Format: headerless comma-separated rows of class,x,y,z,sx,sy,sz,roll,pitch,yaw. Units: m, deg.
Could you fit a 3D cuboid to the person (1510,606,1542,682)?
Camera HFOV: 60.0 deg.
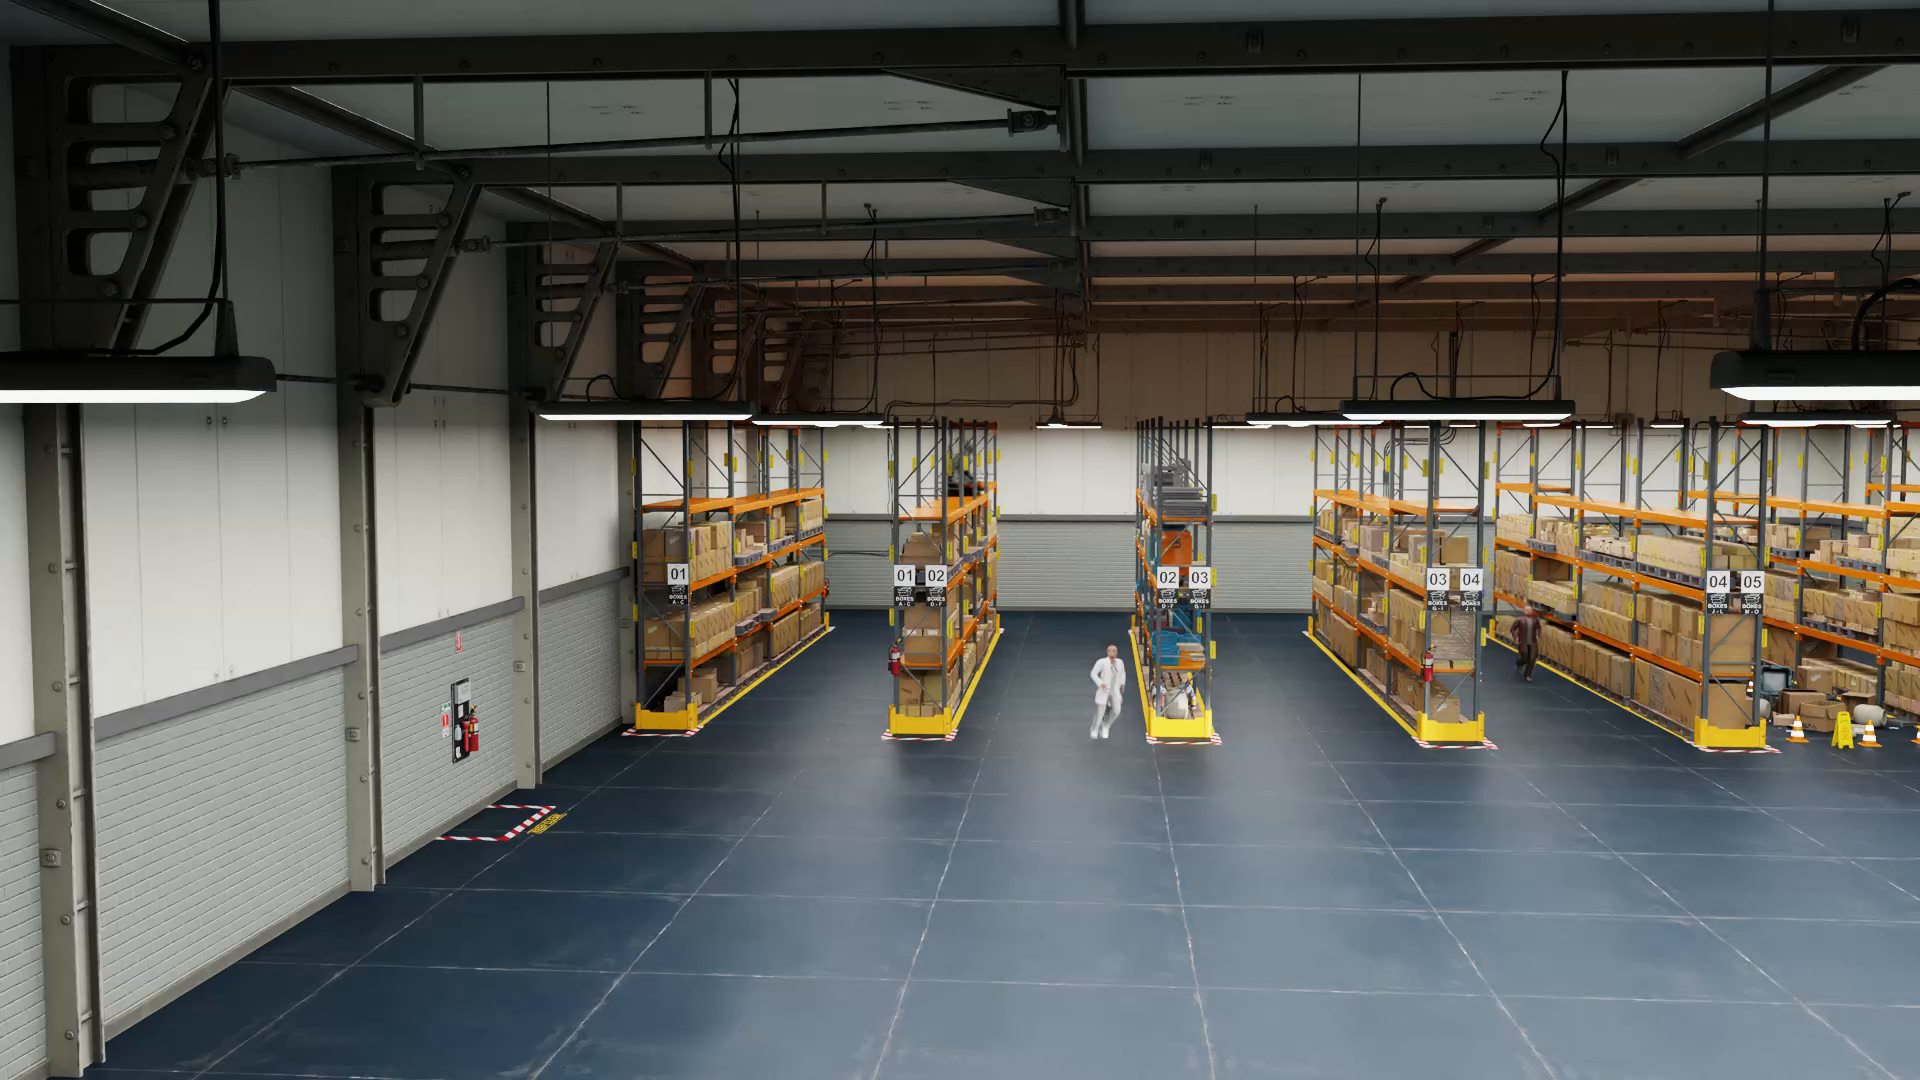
person,13.016,2.371,38.188,0.715,1.737,0.657,0,4,1

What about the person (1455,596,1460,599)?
person,13.376,1.997,44.559,0.557,1.629,0.560,1,4,8

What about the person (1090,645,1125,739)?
person,2.796,2.835,31.023,0.775,1.735,0.649,-1,4,-19
